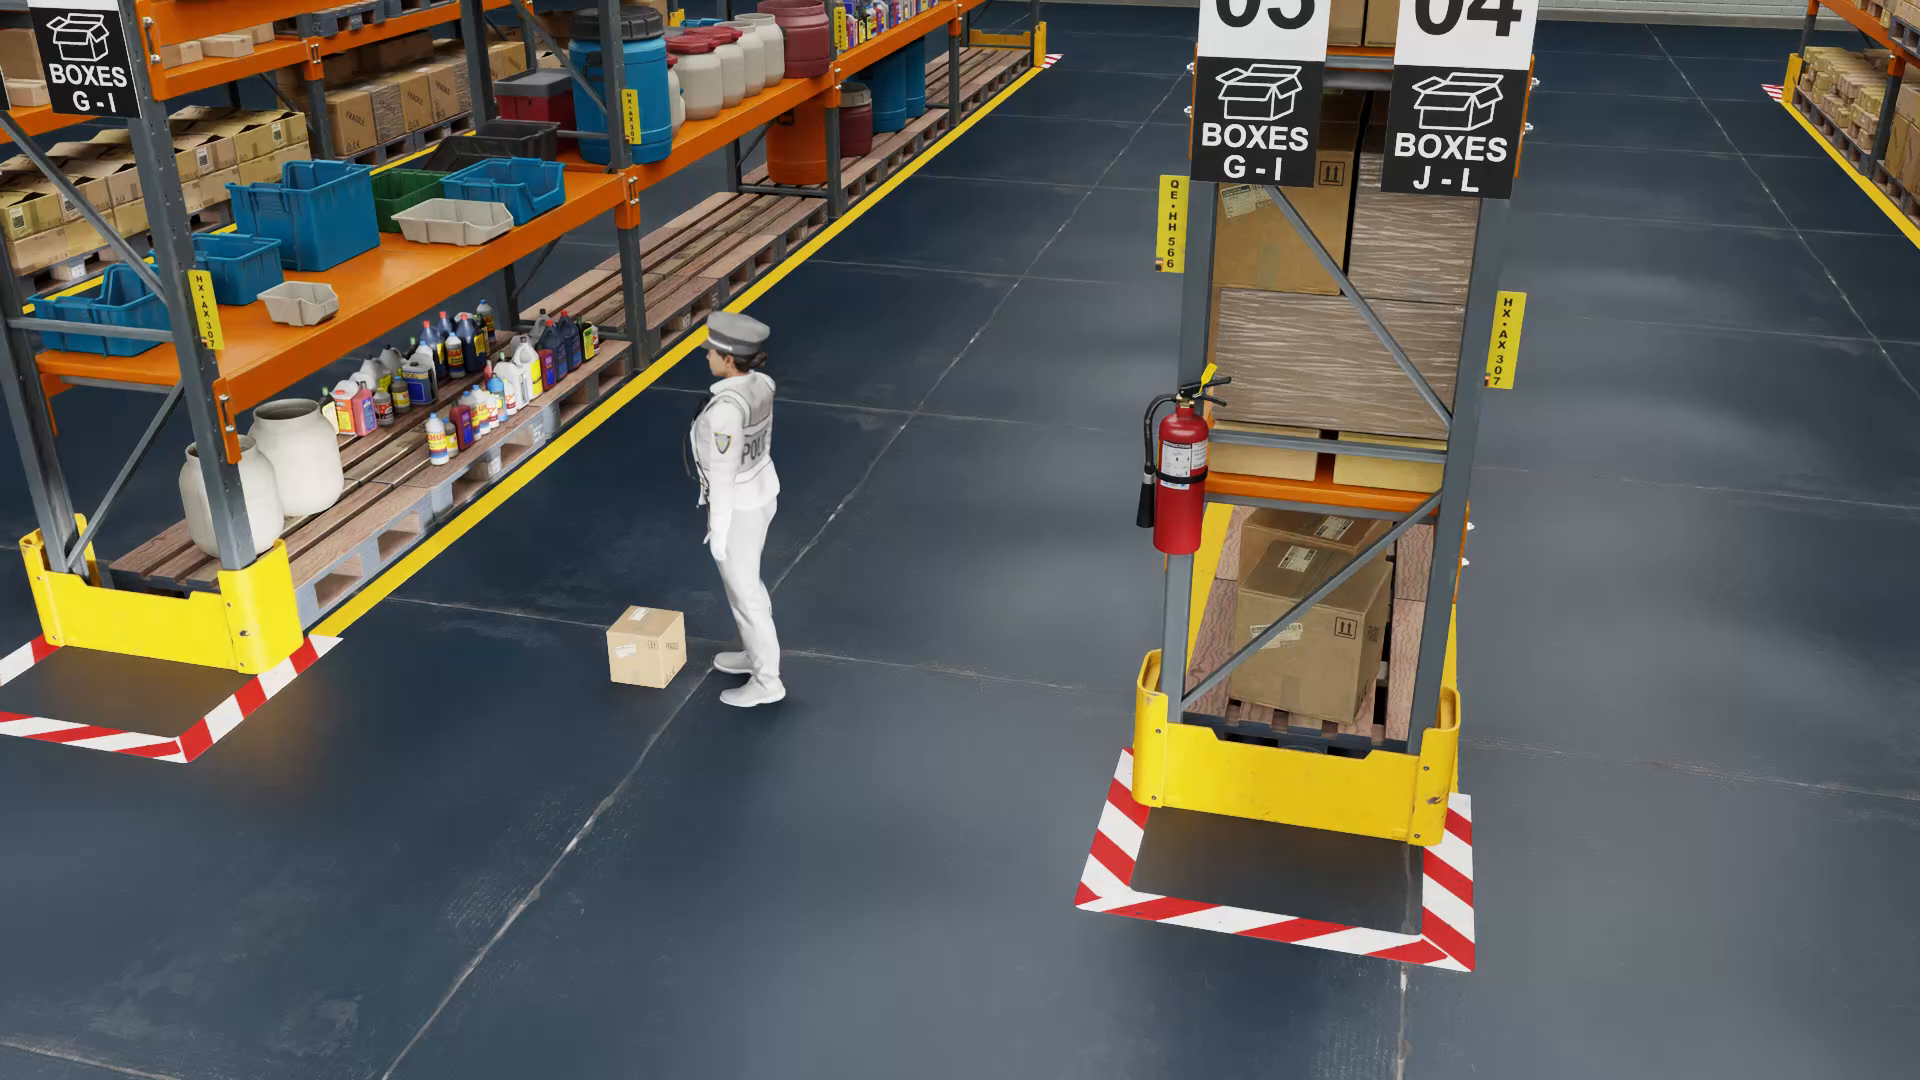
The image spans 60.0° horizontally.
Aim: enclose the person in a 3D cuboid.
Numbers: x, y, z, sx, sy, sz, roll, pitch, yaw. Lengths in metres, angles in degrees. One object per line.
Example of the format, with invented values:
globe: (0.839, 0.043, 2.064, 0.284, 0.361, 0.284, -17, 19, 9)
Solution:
person: (-0.920, -0.118, 6.856, 0.409, 1.700, 0.467, 7, 26, 14)
